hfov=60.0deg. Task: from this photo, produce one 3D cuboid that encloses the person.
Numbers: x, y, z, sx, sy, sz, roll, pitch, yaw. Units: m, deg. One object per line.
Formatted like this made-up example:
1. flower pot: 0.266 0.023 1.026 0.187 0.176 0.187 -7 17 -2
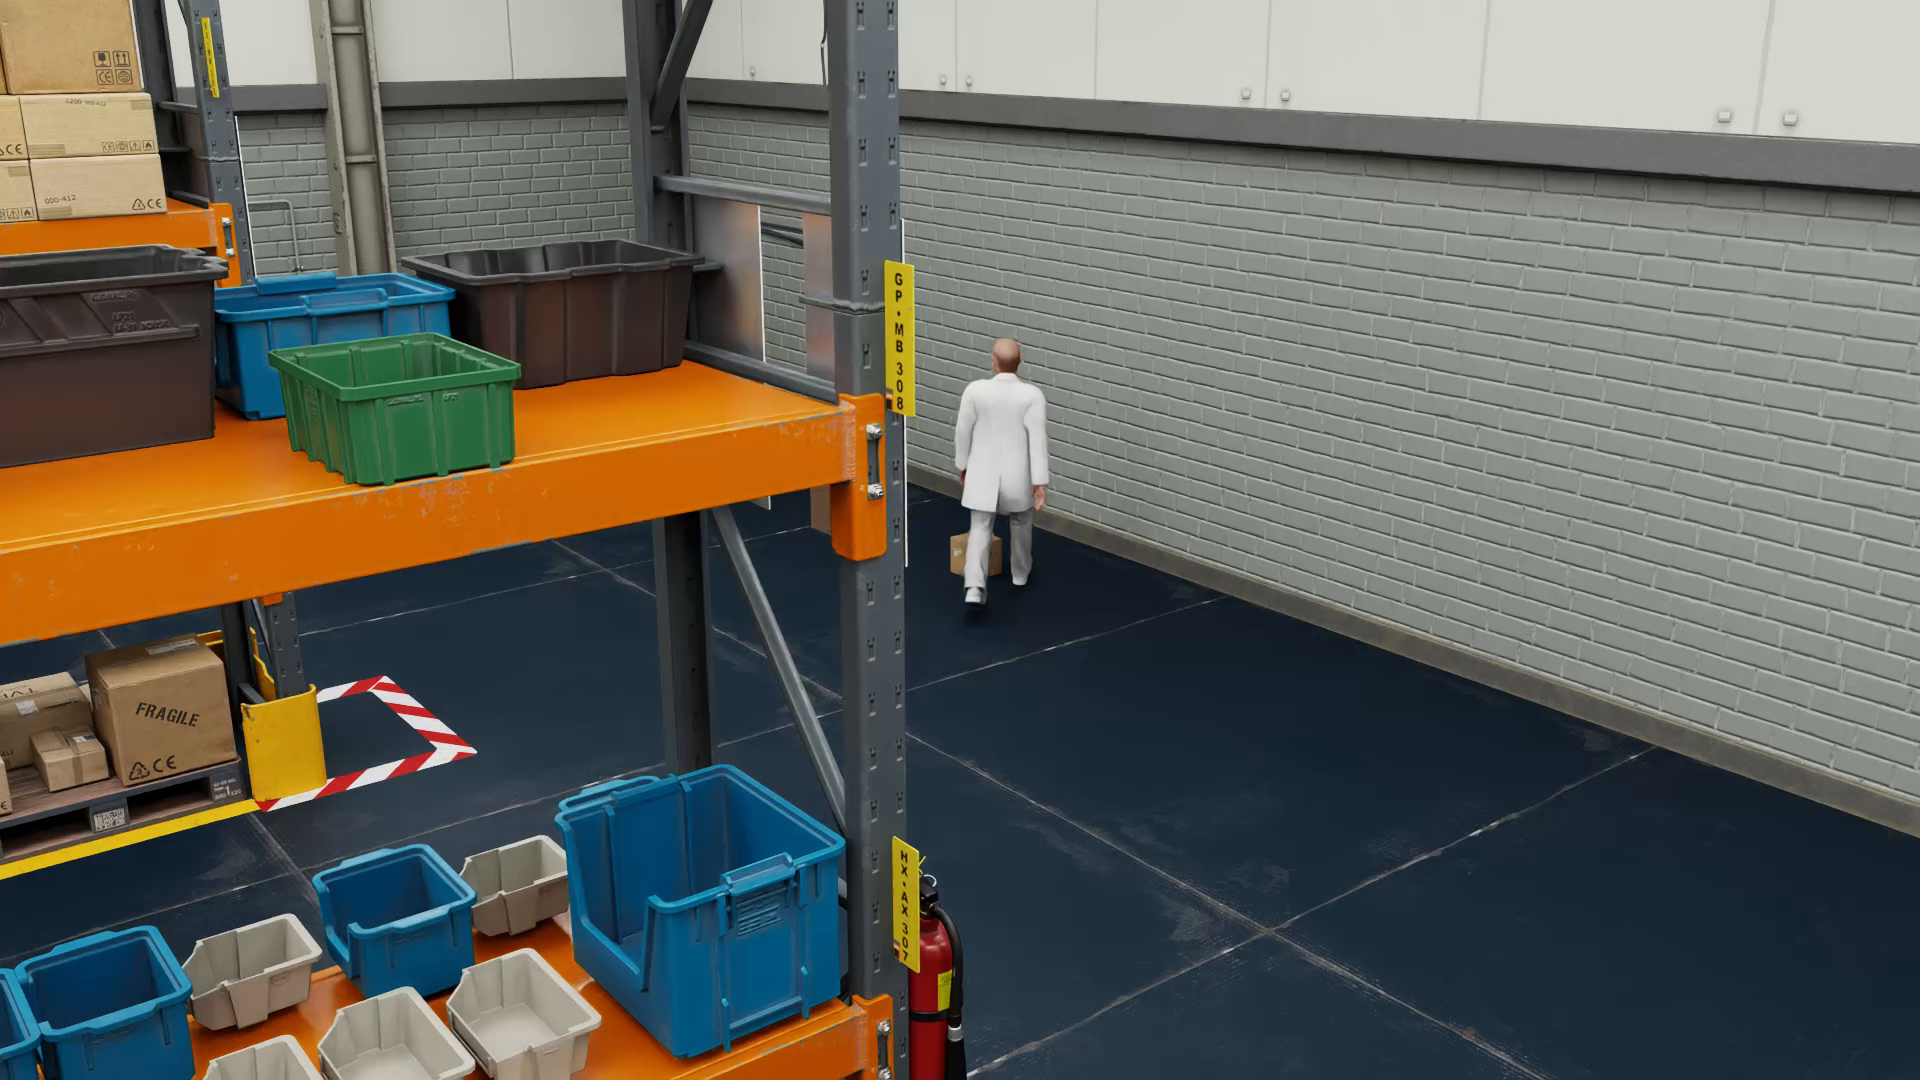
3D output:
1. person: 0.273 -0.458 10.605 0.613 1.720 1.120 1 17 4
